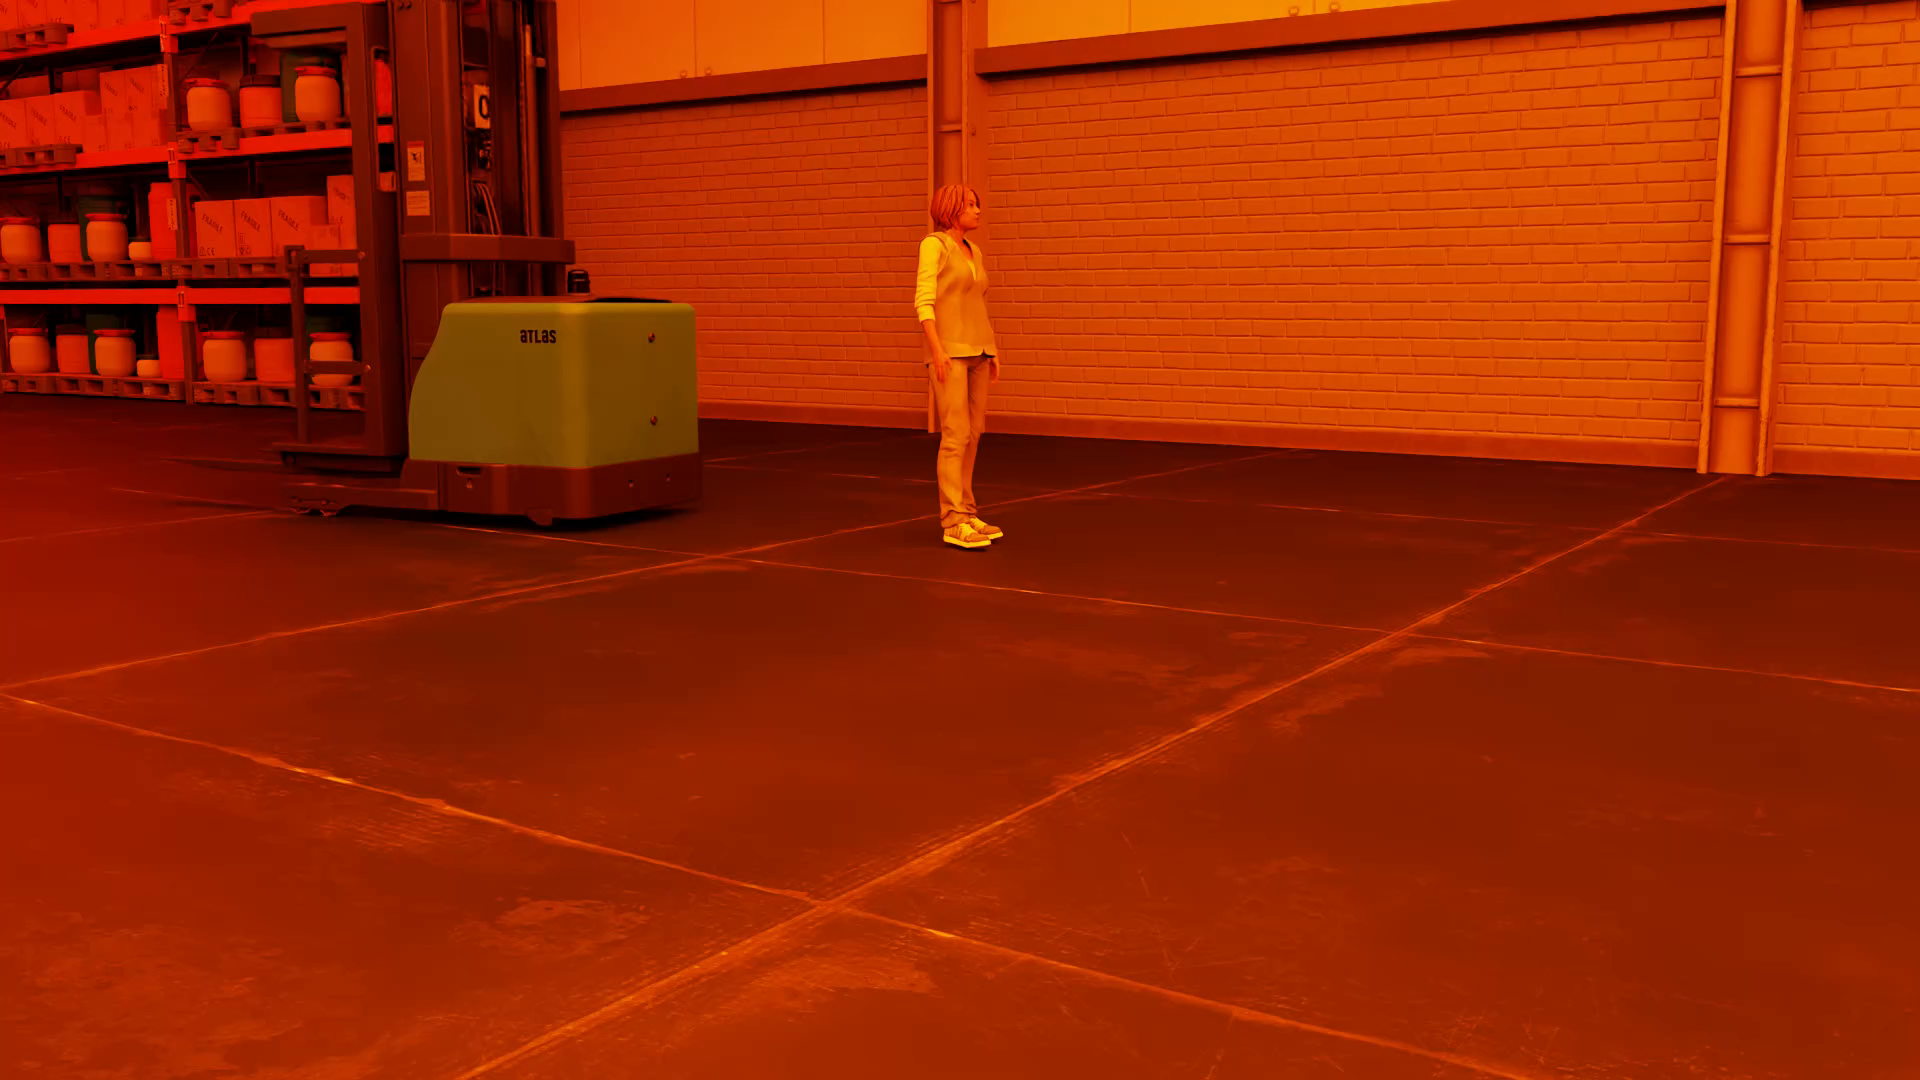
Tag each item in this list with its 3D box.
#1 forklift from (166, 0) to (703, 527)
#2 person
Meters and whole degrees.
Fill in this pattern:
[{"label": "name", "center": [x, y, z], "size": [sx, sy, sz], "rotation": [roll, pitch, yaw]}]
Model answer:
[{"label": "forklift", "center": [-2.890, -1.632, 8.668], "size": [3.031, 2.935, 1.130], "rotation": [4, 9, 26]}, {"label": "person", "center": [0.054, -0.791, 7.437], "size": [0.473, 1.599, 0.520], "rotation": [5, 10, 34]}]
